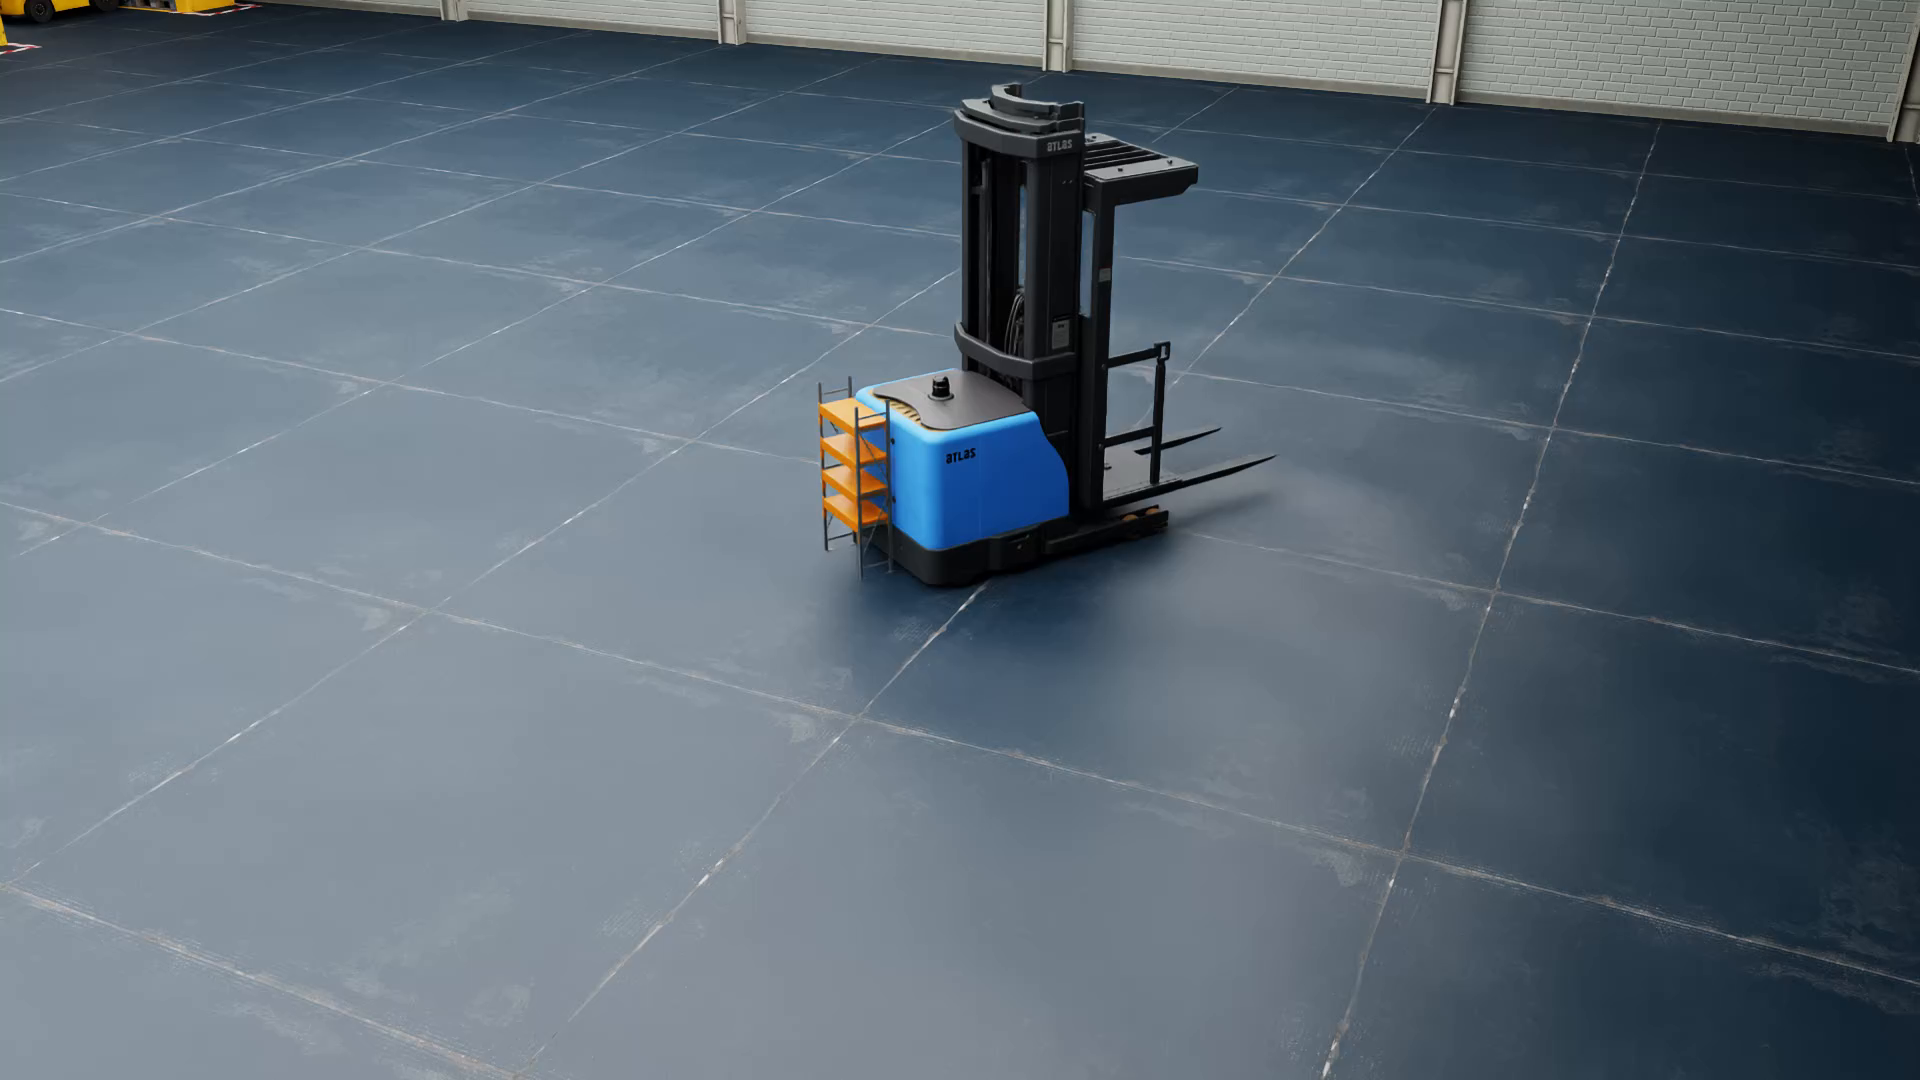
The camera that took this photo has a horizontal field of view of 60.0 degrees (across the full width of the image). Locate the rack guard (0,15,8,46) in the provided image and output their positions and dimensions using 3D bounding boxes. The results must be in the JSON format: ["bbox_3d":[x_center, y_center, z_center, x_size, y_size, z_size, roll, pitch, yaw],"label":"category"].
[{"bbox_3d":[-16.696,-8.519,27.986,0.348,0.500,1.175,11,28,22],"label":"rack guard"}]

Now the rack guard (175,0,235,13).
[{"bbox_3d":[-14.554,-10.497,32.004,0.348,0.500,1.175,11,28,22],"label":"rack guard"}]

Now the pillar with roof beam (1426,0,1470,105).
[{"bbox_3d":[5.229,-8.685,18.702,0.400,9.000,9.100,11,28,22],"label":"pillar with roof beam"}]

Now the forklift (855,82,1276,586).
[{"bbox_3d":[0.825,-1.500,10.978,3.031,2.935,1.130,-15,30,-28],"label":"forklift"}]

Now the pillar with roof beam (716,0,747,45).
[{"bbox_3d":[-5.695,-10.879,23.158,0.400,9.000,9.100,11,28,22],"label":"pillar with roof beam"}]

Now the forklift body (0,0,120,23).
[{"bbox_3d":[-17.057,-10.855,30.863,1.214,2.155,2.313,11,28,22],"label":"forklift body"}]

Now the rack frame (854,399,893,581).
[{"bbox_3d":[-0.542,-0.303,10.506,0.240,1.200,0.015,-16,30,-28],"label":"rack frame"}]

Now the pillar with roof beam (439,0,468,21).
[{"bbox_3d":[-11.156,-11.976,25.386,0.400,9.000,9.100,11,28,22],"label":"pillar with roof beam"}]

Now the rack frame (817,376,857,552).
[{"bbox_3d":[-0.801,-0.486,10.878,0.240,1.200,0.015,-16,30,-28],"label":"rack frame"}]

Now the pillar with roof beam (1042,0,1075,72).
[{"bbox_3d":[-0.233,-9.782,20.930,0.400,9.000,9.100,11,28,22],"label":"pillar with roof beam"}]

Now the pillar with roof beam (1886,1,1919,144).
[{"bbox_3d":[10.691,-7.588,16.474,0.400,9.000,9.100,11,28,22],"label":"pillar with roof beam"}]

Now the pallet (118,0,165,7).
[{"bbox_3d":[-16.396,-10.718,32.781,1.213,0.211,1.003,11,28,22],"label":"pallet"}]

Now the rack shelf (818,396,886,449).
[{"bbox_3d":[-0.672,-0.747,10.518,0.258,0.148,0.480,-16,30,-28],"label":"rack shelf"}]

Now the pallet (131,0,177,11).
[{"bbox_3d":[-15.289,-10.495,32.327,1.213,0.211,1.003,11,28,22],"label":"pallet"}]

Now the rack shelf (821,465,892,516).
[{"bbox_3d":[-0.671,-0.334,10.722,0.258,0.148,0.480,-16,30,-28],"label":"rack shelf"}]

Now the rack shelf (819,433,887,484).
[{"bbox_3d":[-0.672,-0.535,10.623,0.258,0.148,0.480,-16,30,-28],"label":"rack shelf"}]

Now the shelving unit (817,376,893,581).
[{"bbox_3d":[-0.671,-0.394,10.692,0.258,1.200,0.503,-16,30,-28],"label":"shelving unit"}]

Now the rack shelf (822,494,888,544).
[{"bbox_3d":[-0.671,-0.156,10.810,0.258,0.148,0.480,-16,30,-28],"label":"rack shelf"}]
